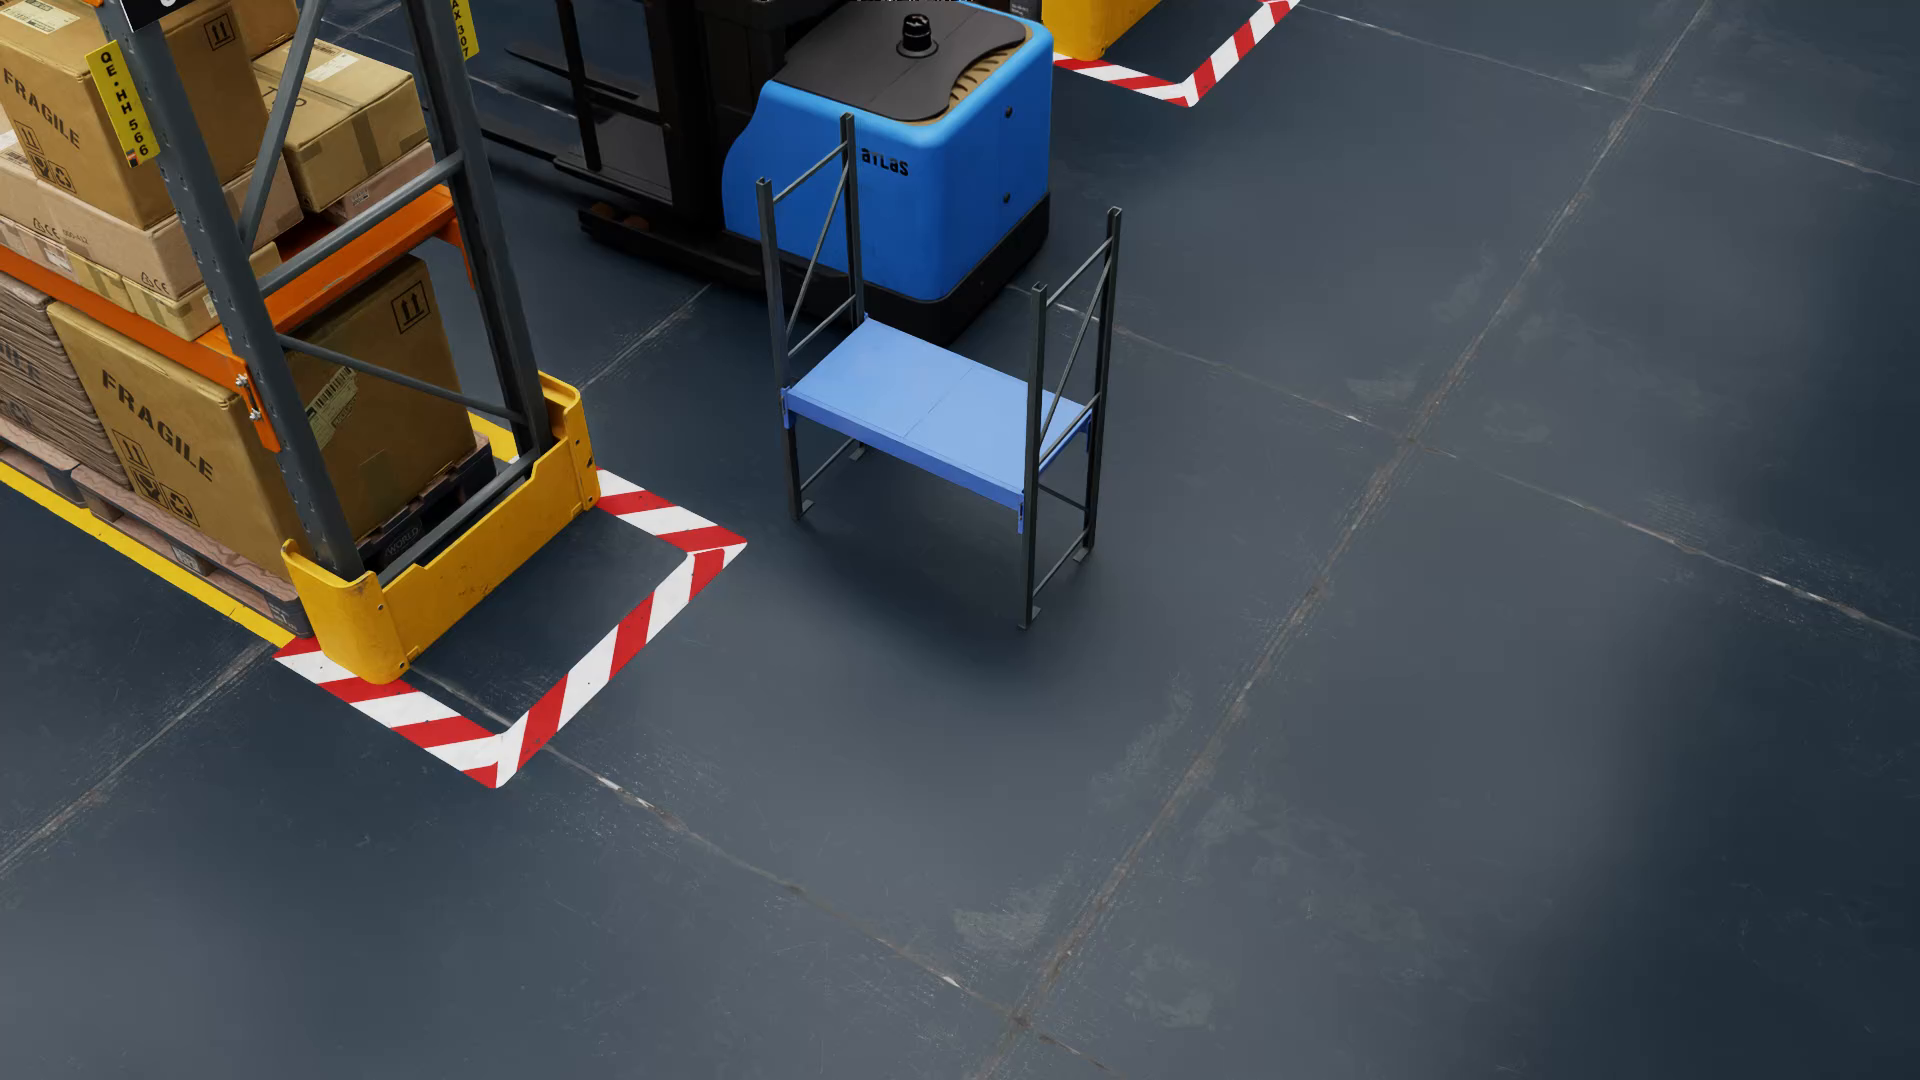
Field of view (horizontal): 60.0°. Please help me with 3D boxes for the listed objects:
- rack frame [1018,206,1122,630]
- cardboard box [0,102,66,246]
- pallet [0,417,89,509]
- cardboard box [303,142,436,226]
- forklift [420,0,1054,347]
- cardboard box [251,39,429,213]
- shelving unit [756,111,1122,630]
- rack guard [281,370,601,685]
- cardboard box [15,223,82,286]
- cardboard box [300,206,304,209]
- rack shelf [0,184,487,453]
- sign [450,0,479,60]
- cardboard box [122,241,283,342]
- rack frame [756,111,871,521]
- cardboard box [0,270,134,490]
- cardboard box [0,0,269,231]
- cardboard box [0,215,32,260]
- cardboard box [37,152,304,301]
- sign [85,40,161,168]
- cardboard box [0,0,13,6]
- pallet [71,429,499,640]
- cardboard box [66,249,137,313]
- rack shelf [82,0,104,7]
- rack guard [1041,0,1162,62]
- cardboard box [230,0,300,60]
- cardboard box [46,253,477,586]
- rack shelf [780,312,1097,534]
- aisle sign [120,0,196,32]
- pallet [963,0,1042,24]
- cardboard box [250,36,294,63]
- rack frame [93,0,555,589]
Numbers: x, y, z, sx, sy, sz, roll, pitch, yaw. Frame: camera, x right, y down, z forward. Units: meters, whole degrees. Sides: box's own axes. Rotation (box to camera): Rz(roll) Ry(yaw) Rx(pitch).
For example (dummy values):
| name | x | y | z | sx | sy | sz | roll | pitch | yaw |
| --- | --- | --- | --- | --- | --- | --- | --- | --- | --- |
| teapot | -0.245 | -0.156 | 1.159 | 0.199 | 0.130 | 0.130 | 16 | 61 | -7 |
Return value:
| name | x | y | z | sx | sy | sz | roll | pitch | yaw |
| --- | --- | --- | --- | --- | --- | --- | --- | --- | --- |
| rack frame | 0.356 | -0.359 | 5.553 | 0.032 | 1.500 | 0.500 | 25 | 51 | 22 |
| cardboard box | -2.818 | -1.229 | 5.250 | 0.500 | 0.250 | 0.500 | 24 | 50 | 21 |
| pallet | -3.578 | -0.717 | 6.800 | 1.213 | 0.211 | 1.003 | 25 | 51 | 22 |
| cardboard box | -1.961 | -1.203 | 5.502 | 0.250 | 0.149 | 0.380 | 25 | 51 | 23 |
| forklift | -1.131 | -2.616 | 6.748 | 3.031 | 2.935 | 1.130 | 23 | 50 | 21 |
| cardboard box | -2.098 | -1.354 | 5.371 | 0.500 | 0.250 | 0.500 | 23 | 50 | 21 |
| shelving unit | -0.072 | -0.556 | 5.744 | 1.048 | 1.500 | 0.538 | 25 | 51 | 22 |
| rack guard | -1.820 | -0.073 | 5.972 | 0.348 | 0.500 | 1.175 | 25 | 51 | 22 |
| cardboard box | -2.749 | -1.003 | 5.308 | 0.250 | 0.149 | 0.380 | 25 | 51 | 22 |
| cardboard box | -2.178 | -1.301 | 5.598 | 0.250 | 0.149 | 0.380 | 24 | 50 | 22 |
| rack shelf | -3.524 | -1.477 | 6.095 | 4.000 | 0.370 | 1.077 | 25 | 51 | 22 |
| sign | -1.536 | -1.615 | 5.069 | 0.005 | 0.325 | 0.100 | 25 | 51 | 22 |
| cardboard box | -2.318 | -0.805 | 5.116 | 0.250 | 0.149 | 0.380 | 26 | 51 | 23 |
| rack frame | -0.500 | -0.753 | 5.935 | 0.032 | 1.500 | 0.500 | 25 | 51 | 22 |
| cardboard box | -3.188 | -0.911 | 6.233 | 0.875 | 0.875 | 0.875 | 25 | 51 | 22 |
| cardboard box | -2.392 | -1.296 | 4.792 | 0.500 | 0.500 | 0.500 | 25 | 51 | 23 |
| cardboard box | -2.959 | -1.100 | 5.403 | 0.250 | 0.149 | 0.380 | 26 | 51 | 23 |
| cardboard box | -2.391 | -1.032 | 5.059 | 0.500 | 0.250 | 0.500 | 24 | 50 | 22 |
| sign | -2.145 | -1.117 | 4.272 | 0.005 | 0.325 | 0.100 | 25 | 51 | 22 |
| cardboard box | -2.959 | -2.006 | 5.482 | 0.500 | 0.500 | 0.500 | 23 | 50 | 21 |
| pallet | -2.555 | -0.244 | 6.340 | 1.213 | 0.211 | 1.003 | 25 | 51 | 22 |
| cardboard box | -2.537 | -0.905 | 5.213 | 0.250 | 0.149 | 0.380 | 25 | 51 | 22 |
| rack shelf | -3.524 | -2.522 | 5.020 | 4.000 | 0.370 | 1.077 | 25 | 51 | 22 |
| rack guard | 0.861 | -3.071 | 8.885 | 0.348 | 0.500 | 1.175 | 25 | 51 | 22 |
| cardboard box | -2.519 | -1.809 | 5.290 | 0.500 | 0.500 | 0.500 | 24 | 50 | 21 |
| cardboard box | -2.422 | -0.559 | 5.890 | 0.875 | 0.875 | 0.875 | 25 | 51 | 22 |
| rack shelf | -0.072 | -0.430 | 5.873 | 1.000 | 0.185 | 0.538 | 25 | 51 | 22 |
| aisle sign | -1.942 | -1.650 | 3.950 | 0.004 | 0.787 | 0.394 | 25 | 51 | 22 |
| pallet | 0.161 | -3.314 | 9.324 | 1.213 | 0.211 | 1.003 | 25 | 51 | 22 |
| cardboard box | -2.540 | -1.551 | 5.563 | 0.500 | 0.250 | 0.500 | 24 | 51 | 22 |
| rack frame | -1.840 | -0.953 | 5.085 | 0.127 | 3.000 | 1.000 | 25 | 51 | 22 |
